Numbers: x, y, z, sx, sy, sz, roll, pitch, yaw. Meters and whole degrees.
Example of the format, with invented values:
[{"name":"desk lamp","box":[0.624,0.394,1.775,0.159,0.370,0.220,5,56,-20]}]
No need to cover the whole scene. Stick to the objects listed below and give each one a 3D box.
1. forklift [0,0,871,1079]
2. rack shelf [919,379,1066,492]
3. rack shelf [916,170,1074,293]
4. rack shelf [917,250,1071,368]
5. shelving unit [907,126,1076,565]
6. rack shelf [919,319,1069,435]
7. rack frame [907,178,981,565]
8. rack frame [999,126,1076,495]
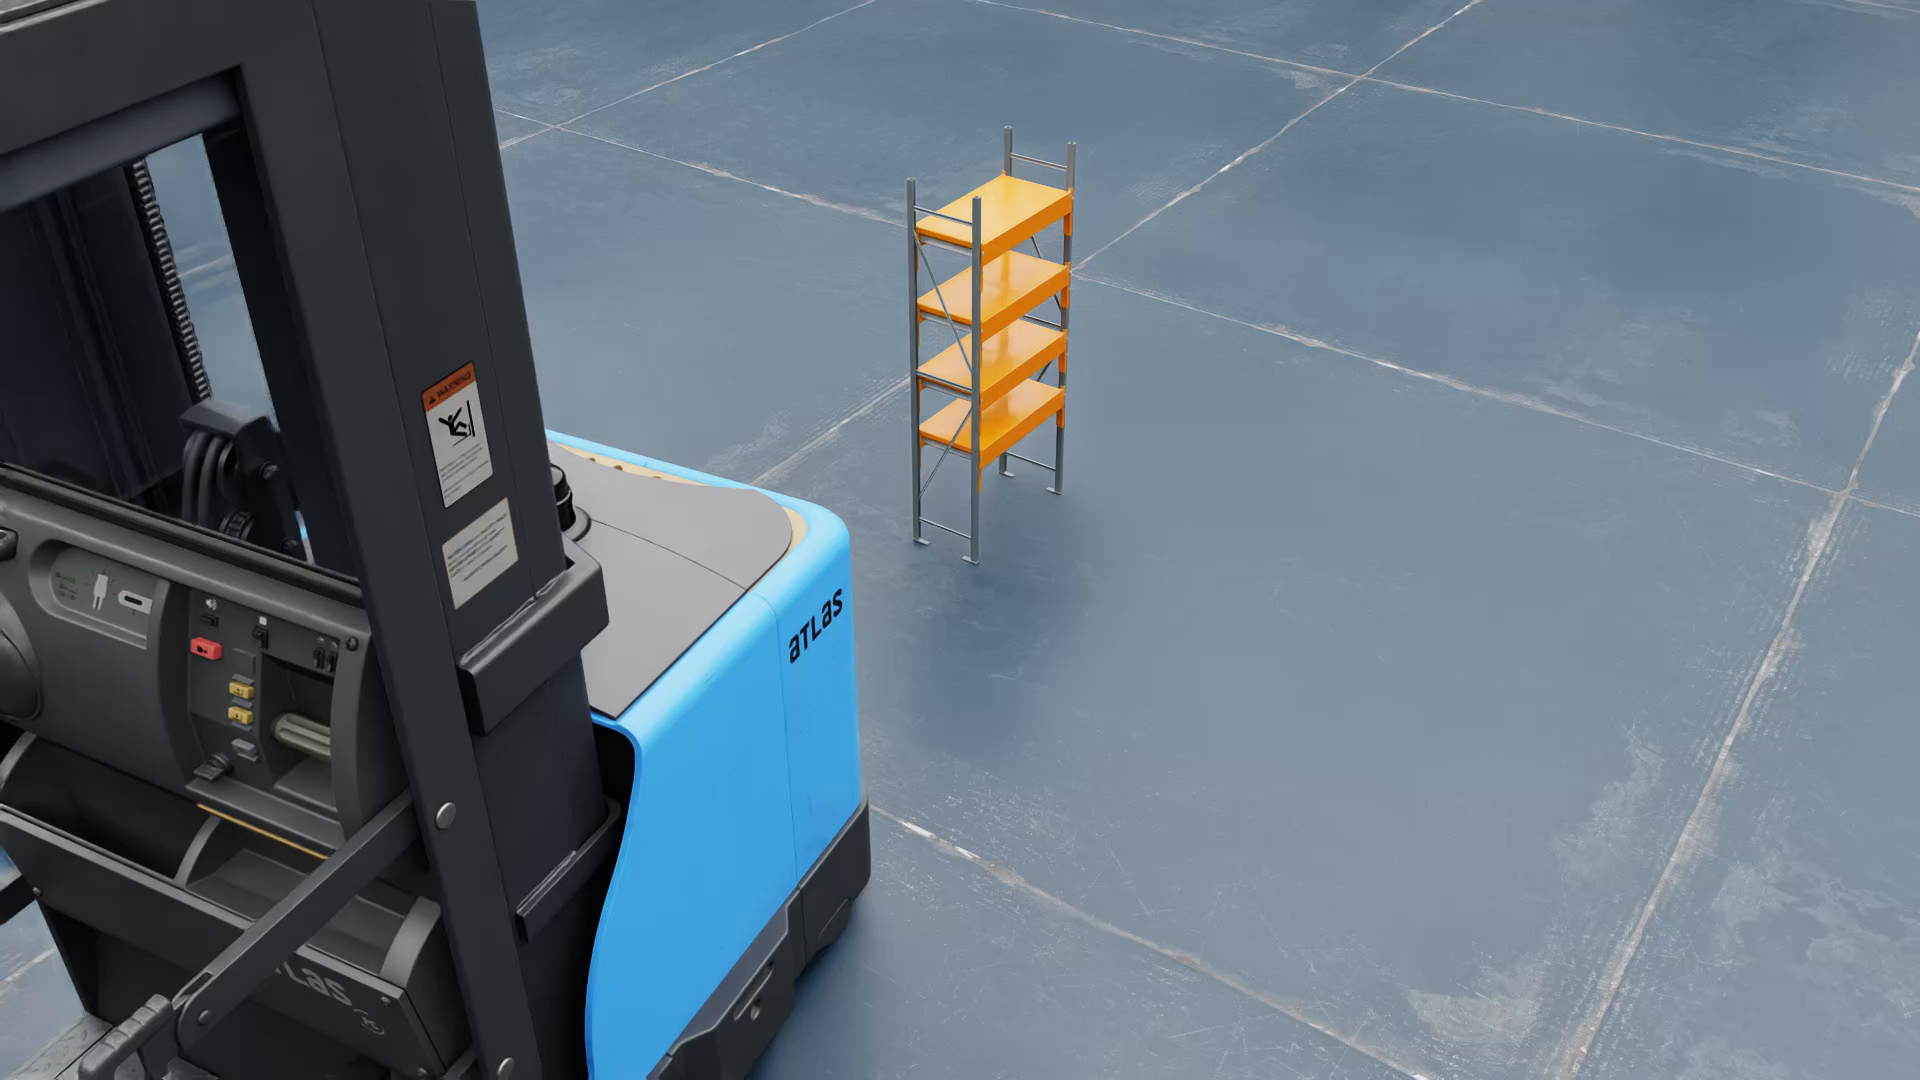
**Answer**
[{"name":"forklift","box":[-1.316,0.237,2.283,1.130,2.935,3.031,15,37,21]},{"name":"rack shelf","box":[0.094,-0.353,5.175,0.258,0.148,0.480,21,39,28]},{"name":"rack shelf","box":[0.094,-0.899,4.806,0.258,0.148,0.480,21,39,28]},{"name":"rack shelf","box":[0.094,-0.703,4.939,0.258,0.148,0.480,21,39,28]},{"name":"shelving unit","box":[0.094,-0.573,5.027,0.258,1.200,0.503,21,39,28]},{"name":"rack shelf","box":[0.094,-0.517,5.064,0.258,0.148,0.480,21,39,28]},{"name":"rack frame","box":[-0.045,-0.461,4.860,0.240,1.200,0.015,21,39,28]},{"name":"rack frame","box":[0.234,-0.685,5.193,0.240,1.200,0.015,21,39,28]}]
